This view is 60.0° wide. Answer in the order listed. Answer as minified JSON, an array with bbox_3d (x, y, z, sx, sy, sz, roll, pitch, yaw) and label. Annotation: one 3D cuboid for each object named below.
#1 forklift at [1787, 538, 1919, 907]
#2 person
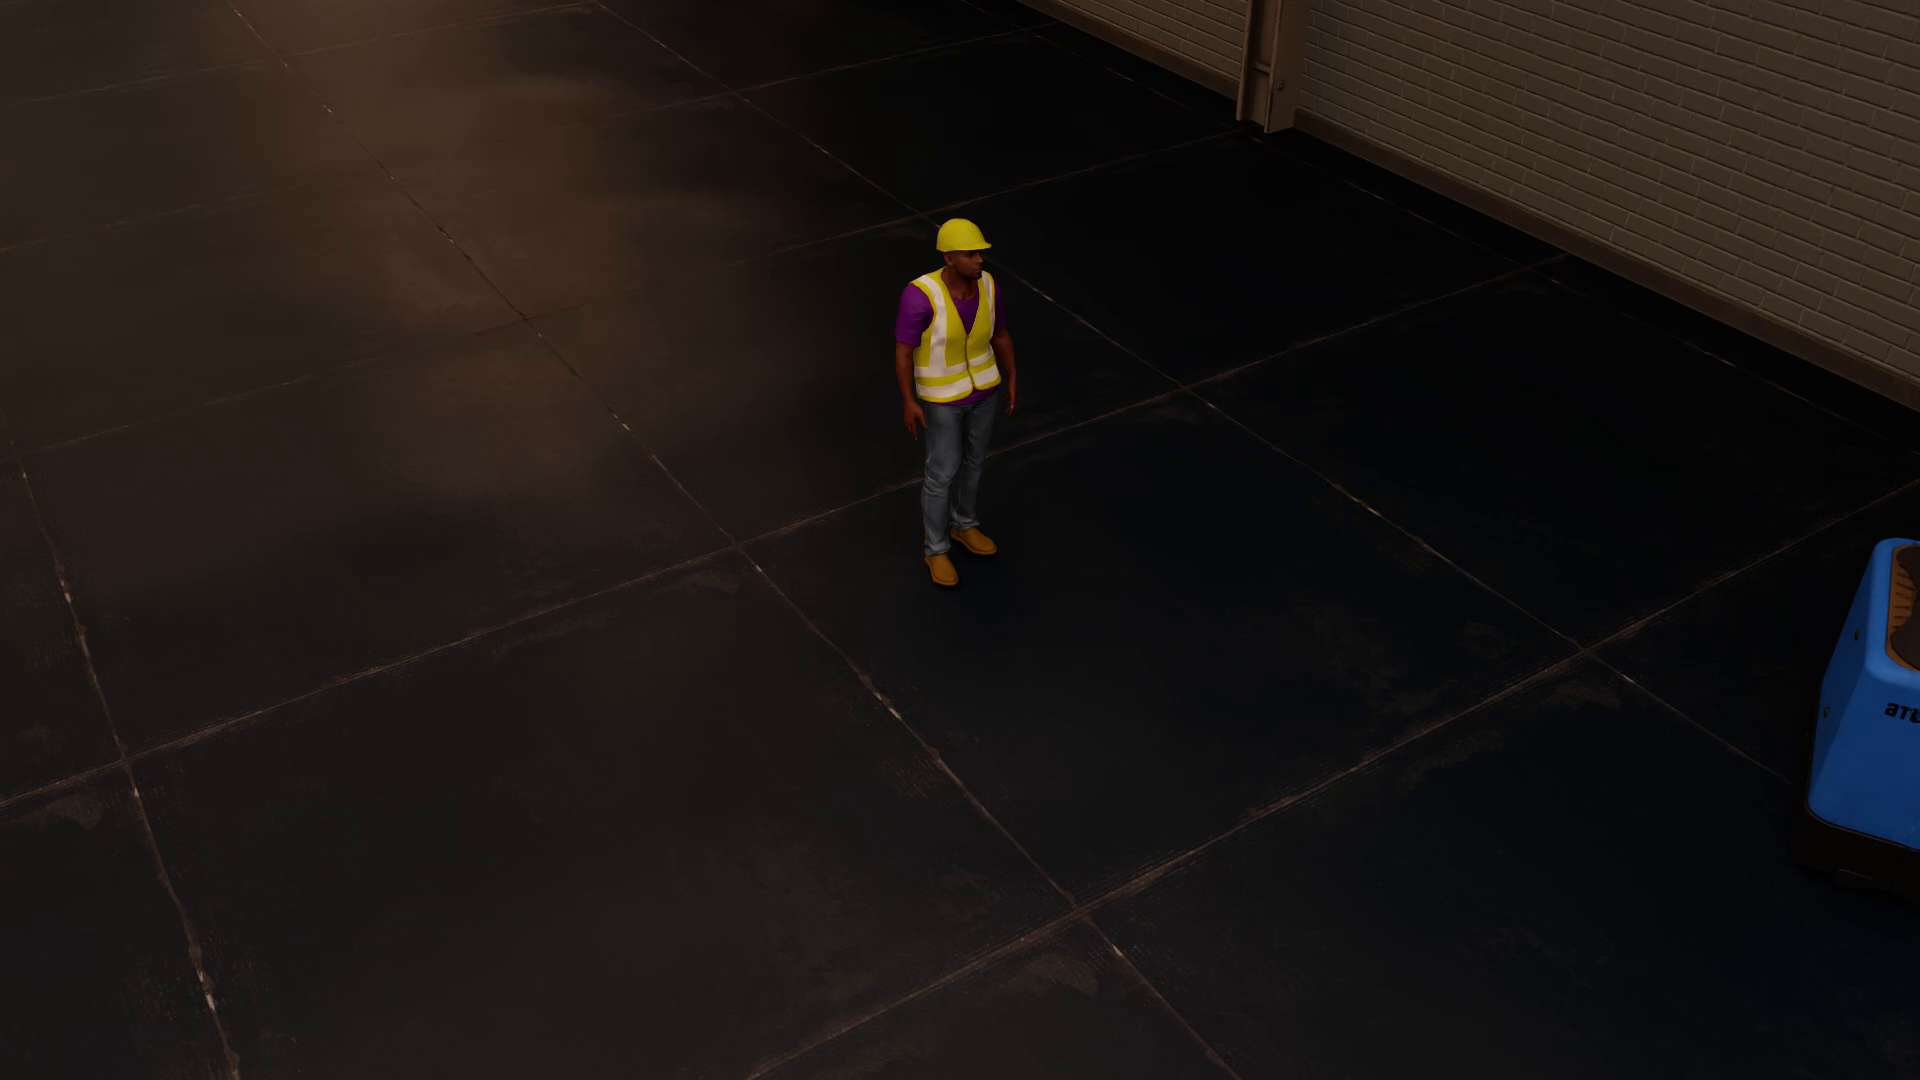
[{"bbox_3d":[4.928,0.276,5.754,3.031,2.935,1.130,16,38,22],"label":"forklift"},{"bbox_3d":[0.032,-0.693,8.135,0.665,1.765,0.577,-21,40,-27],"label":"person"}]
